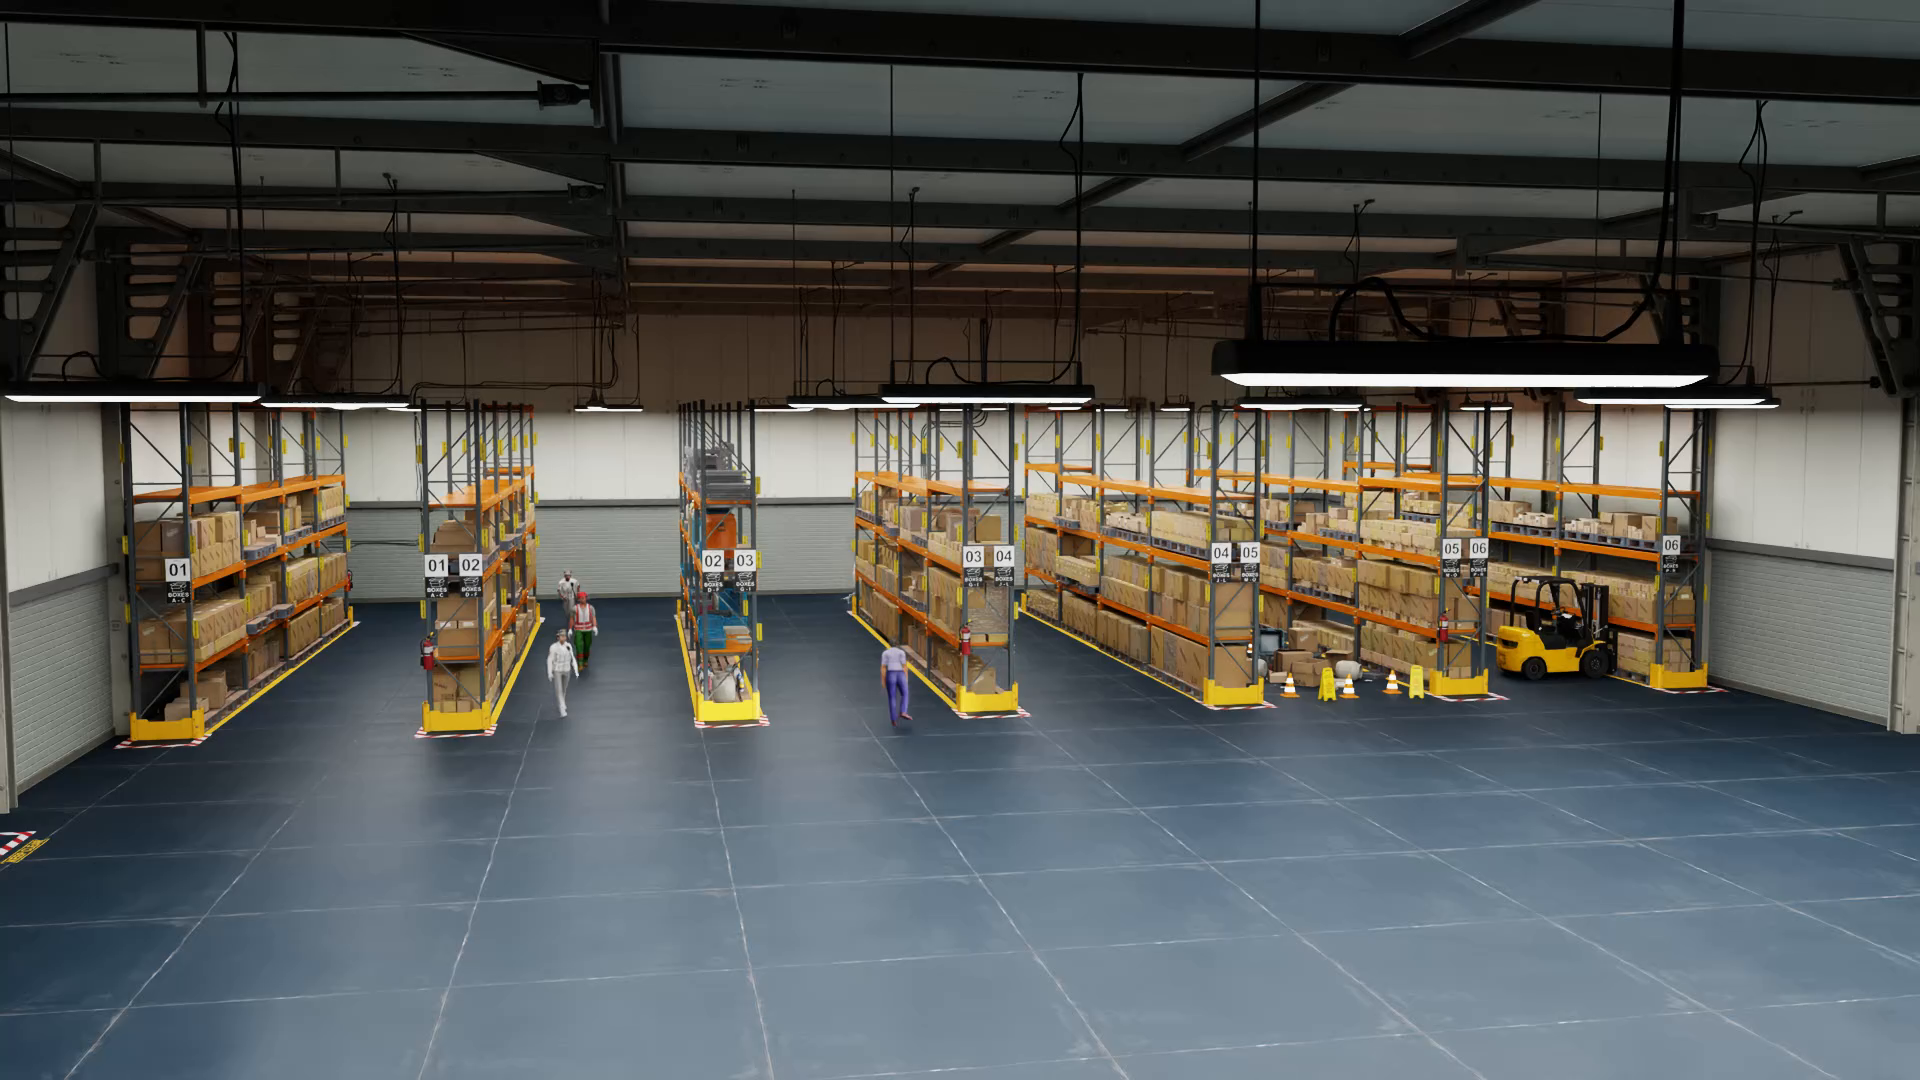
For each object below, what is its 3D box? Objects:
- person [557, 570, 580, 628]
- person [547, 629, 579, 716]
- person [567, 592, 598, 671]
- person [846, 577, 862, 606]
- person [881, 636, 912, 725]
[{"bbox_3d":[-10.454,1.579,44.465,0.560,1.589,0.737,0,4,-1],"label":"person"},{"bbox_3d":[-7.591,2.487,31.735,0.559,1.612,1.073,-2,5,-27],"label":"person"},{"bbox_3d":[-8.435,2.020,37.186,0.627,1.720,1.050,-2,5,-20],"label":"person"},{"bbox_3d":[-3.013,1.189,49.026,0.770,1.646,0.469,1,4,9],"label":"person"},{"bbox_3d":[-1.174,2.639,30.646,0.556,1.546,0.483,0,4,-4],"label":"person"}]
